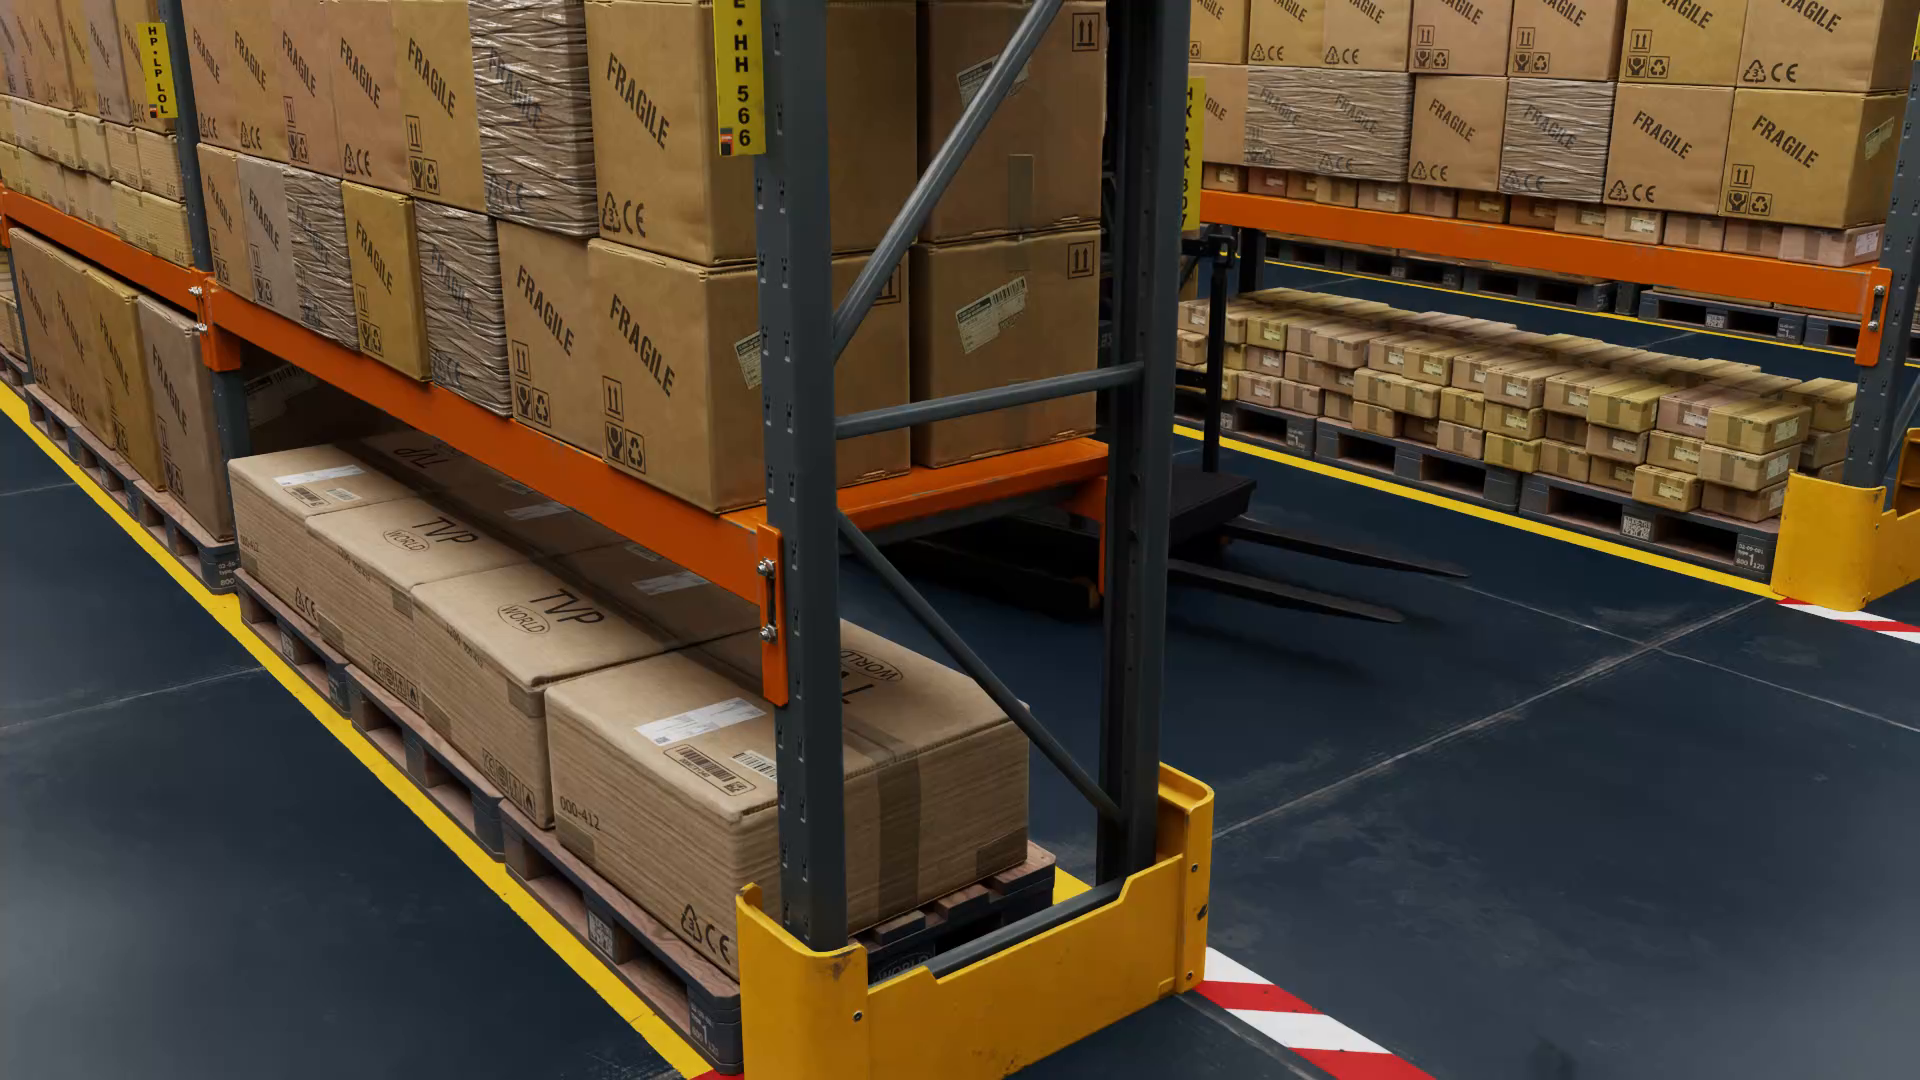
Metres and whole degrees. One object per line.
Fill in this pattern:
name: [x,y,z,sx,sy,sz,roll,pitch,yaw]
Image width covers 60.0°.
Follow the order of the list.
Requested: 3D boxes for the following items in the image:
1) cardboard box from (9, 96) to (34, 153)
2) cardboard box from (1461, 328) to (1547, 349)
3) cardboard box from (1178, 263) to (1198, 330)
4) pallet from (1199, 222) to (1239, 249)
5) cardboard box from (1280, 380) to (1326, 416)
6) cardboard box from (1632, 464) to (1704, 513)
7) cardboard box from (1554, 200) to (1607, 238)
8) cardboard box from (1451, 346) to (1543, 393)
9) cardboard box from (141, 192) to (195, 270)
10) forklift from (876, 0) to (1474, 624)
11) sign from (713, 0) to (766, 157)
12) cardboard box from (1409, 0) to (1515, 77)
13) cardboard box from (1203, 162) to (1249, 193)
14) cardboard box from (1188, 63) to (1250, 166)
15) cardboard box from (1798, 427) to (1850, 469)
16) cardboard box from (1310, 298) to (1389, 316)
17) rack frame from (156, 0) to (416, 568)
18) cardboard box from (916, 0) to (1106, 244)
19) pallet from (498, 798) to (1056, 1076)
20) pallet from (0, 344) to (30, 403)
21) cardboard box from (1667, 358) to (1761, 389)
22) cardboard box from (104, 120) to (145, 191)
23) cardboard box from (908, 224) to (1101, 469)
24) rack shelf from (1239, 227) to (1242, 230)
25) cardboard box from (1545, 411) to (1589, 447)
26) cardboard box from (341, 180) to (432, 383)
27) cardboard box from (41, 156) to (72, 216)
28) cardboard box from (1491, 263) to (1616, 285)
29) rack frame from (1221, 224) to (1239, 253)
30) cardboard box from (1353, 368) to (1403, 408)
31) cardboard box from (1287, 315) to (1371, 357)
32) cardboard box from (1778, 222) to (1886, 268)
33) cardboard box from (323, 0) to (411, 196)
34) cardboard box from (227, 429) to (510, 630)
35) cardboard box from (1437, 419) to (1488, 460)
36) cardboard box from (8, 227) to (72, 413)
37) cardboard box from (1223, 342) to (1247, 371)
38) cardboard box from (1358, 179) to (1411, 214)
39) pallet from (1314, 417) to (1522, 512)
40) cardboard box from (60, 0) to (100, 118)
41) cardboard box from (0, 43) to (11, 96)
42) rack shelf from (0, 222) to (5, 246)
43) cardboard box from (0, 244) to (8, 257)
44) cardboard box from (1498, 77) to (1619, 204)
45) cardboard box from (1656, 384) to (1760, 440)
cardboard box: [-4.475,-2.117,8.427,0.500,0.250,0.500,-13,23,-35]
cardboard box: [2.746,-0.959,8.407,0.380,0.149,0.250,-14,23,-36]
cardboard box: [1.134,-1.503,10.439,0.500,0.500,0.500,-13,22,-34]
pallet: [2.368,-3.055,16.252,1.003,0.211,1.213,-14,23,-36]
cardboard box: [1.917,-0.781,8.816,0.380,0.149,0.250,-15,23,-37]
cardboard box: [3.139,-0.250,7.212,0.380,0.149,0.250,-13,22,-34]
cardboard box: [2.835,-1.434,7.319,0.380,0.149,0.250,-15,24,-38]
cardboard box: [2.572,-0.811,7.960,0.380,0.149,0.250,-15,23,-38]
cardboard box: [-2.908,-1.256,6.622,0.500,0.250,0.500,-15,23,-37]
forklift: [0.551,-1.271,6.537,3.031,2.935,1.130,14,23,36]
sign: [-0.383,-0.840,2.908,0.100,0.325,0.005,-14,23,-36]
cardboard box: [2.414,-2.380,7.554,0.500,0.500,0.500,-15,23,-38]
cardboard box: [1.523,-1.955,8.893,0.380,0.149,0.250,-13,22,-35]
cardboard box: [1.495,-2.274,8.827,0.500,0.500,0.500,-14,23,-37]
cardboard box: [3.745,-0.438,7.306,0.380,0.149,0.250,-13,22,-34]
cardboard box: [2.160,-1.233,9.236,0.380,0.149,0.250,-14,23,-37]
rack frame: [-2.432,-1.266,6.413,1.000,3.000,0.127,-14,23,-36]
cardboard box: [-0.023,-0.976,3.789,0.500,0.500,0.500,-15,23,-37]
pallet: [-0.507,0.862,4.424,1.003,0.211,1.213,-14,23,-36]
pallet: [-5.400,-1.121,10.411,1.003,0.211,1.213,-14,23,-36]
cardboard box: [3.488,-0.727,7.705,0.380,0.149,0.250,-14,23,-36]
cardboard box: [-3.213,-1.615,6.911,0.500,0.250,0.500,-13,23,-35]
cardboard box: [-0.022,-0.502,3.947,0.500,0.500,0.500,-14,23,-37]
rack shelf: [0.143,-2.408,11.007,1.077,0.370,4.000,-14,23,-36]
cardboard box: [2.907,-0.547,7.636,0.380,0.149,0.250,-14,23,-37]
cardboard box: [-1.413,-0.771,4.760,0.500,0.500,0.500,-13,22,-35]
cardboard box: [-4.155,-1.757,8.135,0.500,0.250,0.500,-13,22,-34]
cardboard box: [4.923,-2.544,12.987,1.225,0.875,0.875,-14,23,-36]
rack frame: [2.853,-4.186,15.231,1.000,3.000,0.127,-14,23,-36]
cardboard box: [2.191,-0.780,8.341,0.380,0.149,0.250,-14,23,-37]
cardboard box: [1.937,-1.068,8.737,0.380,0.149,0.250,-15,23,-38]
cardboard box: [3.445,-1.177,6.545,0.380,0.149,0.250,-14,23,-36]
cardboard box: [-1.397,-1.244,4.599,0.500,0.500,0.500,-14,23,-37]
cardboard box: [-2.127,-0.073,6.219,0.875,0.438,0.875,-14,23,-37]
cardboard box: [2.518,-0.512,8.004,0.380,0.149,0.250,-13,23,-35]
cardboard box: [-4.552,-1.256,9.095,0.875,0.875,0.875,-14,23,-37]
cardboard box: [1.587,-1.047,9.148,0.380,0.149,0.250,-14,23,-36]
cardboard box: [2.160,-1.689,8.091,0.380,0.149,0.250,-13,22,-34]
pallet: [2.592,-0.474,8.457,1.003,0.211,1.213,-14,23,-36]
cardboard box: [-3.533,-2.104,7.194,0.500,0.500,0.500,-13,22,-34]
cardboard box: [-4.801,-2.604,8.706,0.500,0.500,0.500,-15,23,-38]
rack shelf: [-6.158,-2.403,10.991,1.077,0.370,4.000,-14,23,-36]
cardboard box: [-6.623,-1.884,11.792,0.950,0.372,0.625,-12,22,-33]
cardboard box: [2.750,-1.771,7.308,0.500,0.500,0.500,-14,23,-36]
cardboard box: [3.230,-0.554,7.183,0.380,0.149,0.250,-13,23,-35]
